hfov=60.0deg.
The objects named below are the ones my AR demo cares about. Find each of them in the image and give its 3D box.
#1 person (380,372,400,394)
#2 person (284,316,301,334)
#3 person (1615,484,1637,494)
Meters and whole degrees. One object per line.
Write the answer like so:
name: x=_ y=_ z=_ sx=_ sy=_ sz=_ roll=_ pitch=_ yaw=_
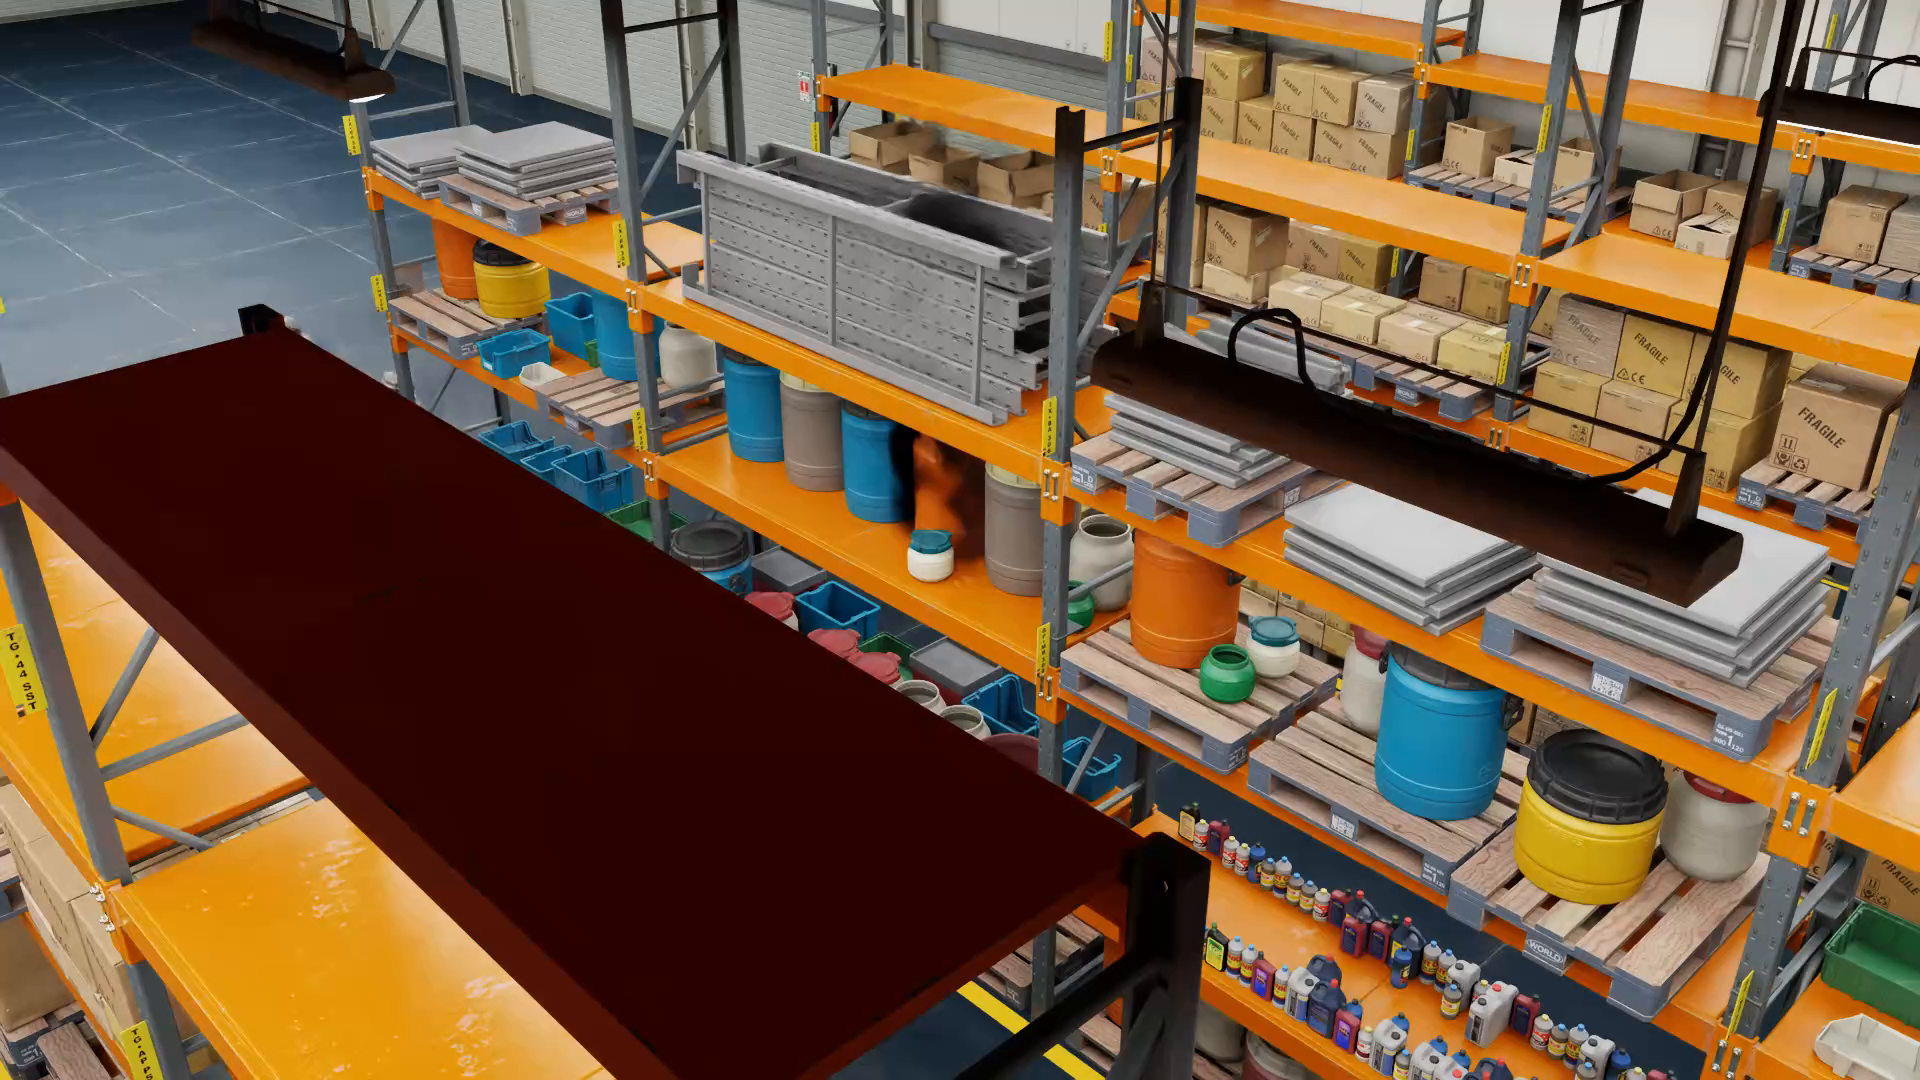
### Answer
person: x=-5.562 y=-0.960 z=16.923 sx=0.528 sy=1.636 sz=0.604 roll=-4 pitch=29 yaw=-8
person: x=-7.208 y=-1.654 z=18.153 sx=0.943 sy=1.662 sz=0.606 roll=-11 pitch=30 yaw=-20
person: x=5.739 y=0.205 z=14.592 sx=0.677 sy=1.846 sz=0.865 roll=-23 pitch=36 yaw=-36
